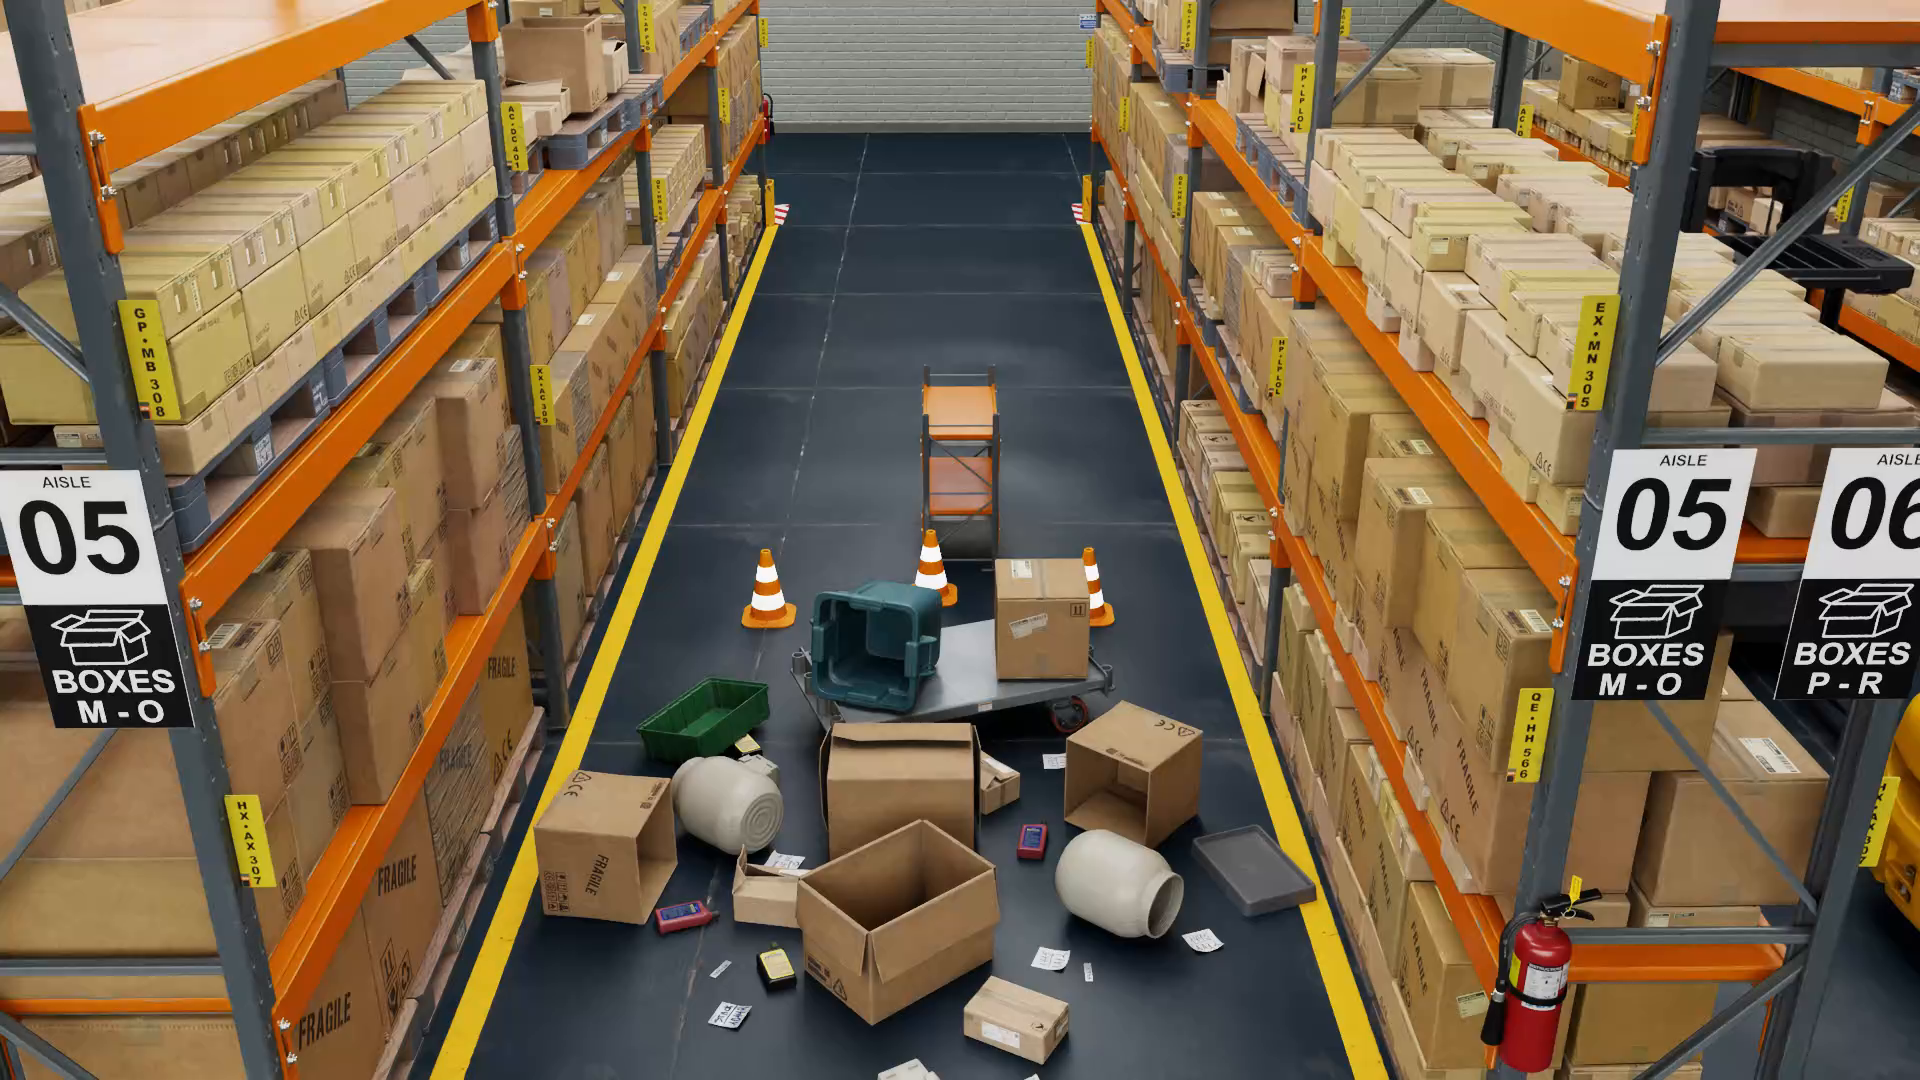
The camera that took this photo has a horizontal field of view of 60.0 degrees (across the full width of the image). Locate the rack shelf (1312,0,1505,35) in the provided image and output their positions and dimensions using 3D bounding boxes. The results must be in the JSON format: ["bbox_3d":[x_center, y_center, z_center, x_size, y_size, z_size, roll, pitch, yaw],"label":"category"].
[{"bbox_3d":[2.208,-3.428,9.767,1.077,0.370,4.000,0,24,-1],"label":"rack shelf"}]

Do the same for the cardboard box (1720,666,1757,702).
[{"bbox_3d":[2.537,0.677,6.130,0.500,0.500,0.500,0,24,1],"label":"cardboard box"}]

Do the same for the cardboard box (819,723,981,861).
[{"bbox_3d":[-0.296,1.246,8.219,0.797,0.637,0.503,0,24,-1],"label":"cardboard box"}]

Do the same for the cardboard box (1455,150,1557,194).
[{"bbox_3d":[2.445,-1.652,7.459,0.380,0.149,0.250,0,24,1],"label":"cardboard box"}]

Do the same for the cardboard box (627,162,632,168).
[{"bbox_3d":[-3.253,-3.411,15.447,0.380,0.149,0.250,0,24,0],"label":"cardboard box"}]

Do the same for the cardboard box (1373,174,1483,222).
[{"bbox_3d":[1.962,-1.438,6.987,0.380,0.149,0.250,-1,24,-2],"label":"cardboard box"}]

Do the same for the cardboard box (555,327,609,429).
[{"bbox_3d":[-2.464,-0.994,10.186,0.500,0.500,0.500,0,24,-1],"label":"cardboard box"}]

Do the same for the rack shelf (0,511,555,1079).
[{"bbox_3d":[-2.697,0.836,7.135,1.077,0.370,4.000,0,24,-1],"label":"rack shelf"}]

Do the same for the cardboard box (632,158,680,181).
[{"bbox_3d":[-2.589,-3.148,14.144,0.380,0.149,0.250,-1,24,-1],"label":"cardboard box"}]

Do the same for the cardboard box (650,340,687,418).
[{"bbox_3d":[-2.515,-1.309,13.529,0.500,0.500,0.500,-1,24,-3],"label":"cardboard box"}]

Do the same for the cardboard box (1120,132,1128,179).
[{"bbox_3d":[1.882,-3.912,16.638,0.500,0.500,0.500,0,24,0],"label":"cardboard box"}]

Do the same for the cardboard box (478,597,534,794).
[{"bbox_3d":[-2.782,0.720,8.587,0.875,0.875,0.875,0,24,0],"label":"cardboard box"}]

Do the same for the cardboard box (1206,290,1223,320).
[{"bbox_3d":[1.913,-1.627,11.503,0.380,0.149,0.250,0,24,0],"label":"cardboard box"}]

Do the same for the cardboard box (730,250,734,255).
[{"bbox_3d":[-2.599,-2.973,17.633,0.380,0.149,0.250,-1,24,-2],"label":"cardboard box"}]

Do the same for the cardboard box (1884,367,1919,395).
[{"bbox_3d":[7.143,-0.904,12.482,0.875,0.625,0.625,1,24,1],"label":"cardboard box"}]

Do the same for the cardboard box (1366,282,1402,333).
[{"bbox_3d":[1.914,-0.971,6.922,0.380,0.149,0.250,-1,24,-2],"label":"cardboard box"}]

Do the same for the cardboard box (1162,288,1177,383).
[{"bbox_3d":[2.256,-1.904,14.389,0.875,0.875,0.875,0,24,0],"label":"cardboard box"}]

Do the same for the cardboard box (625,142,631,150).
[{"bbox_3d":[-3.252,-3.681,15.323,0.380,0.149,0.250,0,24,1],"label":"cardboard box"}]

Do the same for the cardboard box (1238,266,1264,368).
[{"bbox_3d":[1.989,-1.359,10.122,0.500,0.500,0.500,1,24,1],"label":"cardboard box"}]

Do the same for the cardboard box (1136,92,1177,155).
[{"bbox_3d":[1.893,-3.786,15.145,0.500,0.500,0.500,0,24,-1],"label":"cardboard box"}]

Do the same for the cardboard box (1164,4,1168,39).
[{"bbox_3d":[1.821,-4.091,13.169,0.396,0.266,0.258,-1,24,-2],"label":"cardboard box"}]

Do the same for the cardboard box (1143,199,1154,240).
[{"bbox_3d":[1.877,-2.795,14.472,0.500,0.250,0.500,-1,24,-1],"label":"cardboard box"}]

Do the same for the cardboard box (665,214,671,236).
[{"bbox_3d":[-2.576,-2.559,13.564,0.380,0.149,0.250,1,24,2],"label":"cardboard box"}]

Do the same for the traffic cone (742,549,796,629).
[{"bbox_3d":[-1.223,0.280,10.569,0.336,0.463,0.334,0,24,-1],"label":"traffic cone"}]

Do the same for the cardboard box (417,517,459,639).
[{"bbox_3d":[-2.786,0.217,7.448,0.875,0.550,0.550,0,24,-1],"label":"cardboard box"}]

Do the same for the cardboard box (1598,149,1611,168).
[{"bbox_3d":[6.798,-3.930,17.105,0.380,0.149,0.250,0,24,1],"label":"cardboard box"}]

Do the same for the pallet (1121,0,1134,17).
[{"bbox_3d":[2.144,-5.340,16.385,1.003,0.211,1.213,0,24,-1],"label":"pallet"}]

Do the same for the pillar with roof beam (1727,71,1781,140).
[{"bbox_3d":[3.695,-6.705,15.656,9.100,9.000,0.400,0,24,-1],"label":"pillar with roof beam"}]

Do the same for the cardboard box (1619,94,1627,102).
[{"bbox_3d":[7.338,-4.811,18.568,0.500,0.250,0.500,1,24,1],"label":"cardboard box"}]

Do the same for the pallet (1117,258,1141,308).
[{"bbox_3d":[2.213,-2.720,17.507,1.003,0.211,1.213,0,24,-1],"label":"pallet"}]

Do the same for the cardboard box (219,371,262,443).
[{"bbox_3d":[-2.362,-0.405,5.039,0.380,0.149,0.250,0,24,0],"label":"cardboard box"}]

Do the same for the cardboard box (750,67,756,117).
[{"bbox_3d":[-2.587,-5.046,18.784,0.500,0.500,0.500,-1,24,-1],"label":"cardboard box"}]

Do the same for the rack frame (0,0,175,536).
[{"bbox_3d":[-2.675,-1.401,3.928,1.000,3.000,0.127,0,24,-1],"label":"rack frame"}]

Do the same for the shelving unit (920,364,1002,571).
[{"bbox_3d":[0.000,-0.515,11.524,0.538,1.125,1.048,0,24,-1],"label":"shelving unit"}]

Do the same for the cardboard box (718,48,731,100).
[{"bbox_3d":[-2.588,-4.650,16.695,0.500,0.500,0.500,-1,24,-2],"label":"cardboard box"}]

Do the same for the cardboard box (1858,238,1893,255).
[{"bbox_3d":[6.885,-2.028,12.168,0.500,0.250,0.500,0,24,-1],"label":"cardboard box"}]

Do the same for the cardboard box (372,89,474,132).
[{"bbox_3d":[-2.393,-1.915,7.411,0.380,0.149,0.250,0,24,-1],"label":"cardboard box"}]

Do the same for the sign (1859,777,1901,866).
[{"bbox_3d":[2.816,0.871,5.133,0.100,0.325,0.005,0,24,-1],"label":"sign"}]

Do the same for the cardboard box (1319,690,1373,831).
[{"bbox_3d":[1.988,1.018,7.776,0.500,0.500,0.500,1,24,2],"label":"cardboard box"}]

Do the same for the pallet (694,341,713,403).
[{"bbox_3d":[-2.780,-1.517,14.849,1.003,0.211,1.213,0,24,-1],"label":"pallet"}]

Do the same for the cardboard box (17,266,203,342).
[{"bbox_3d":[-2.360,-0.659,4.634,0.380,0.149,0.250,0,24,0],"label":"cardboard box"}]

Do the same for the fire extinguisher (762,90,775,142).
[{"bbox_3d":[-2.391,-5.162,20.069,0.296,0.674,0.183,0,24,-1],"label":"fire extinguisher"}]

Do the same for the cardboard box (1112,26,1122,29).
[{"bbox_3d":[1.865,-5.542,18.242,0.380,0.149,0.250,0,24,0],"label":"cardboard box"}]

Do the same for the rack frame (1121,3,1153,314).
[{"bbox_3d":[2.143,-3.677,16.239,1.000,3.000,0.127,0,24,-1],"label":"rack frame"}]

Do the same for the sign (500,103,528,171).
[{"bbox_3d":[-2.164,-1.958,8.075,0.100,0.325,0.005,0,24,-1],"label":"sign"}]

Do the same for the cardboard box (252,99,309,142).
[{"bbox_3d":[-3.048,-1.808,7.173,0.380,0.149,0.250,0,24,-1],"label":"cardboard box"}]

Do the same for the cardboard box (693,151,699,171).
[{"bbox_3d":[-2.600,-3.451,15.175,0.380,0.149,0.250,1,24,2],"label":"cardboard box"}]

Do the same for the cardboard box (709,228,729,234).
[{"bbox_3d":[-2.598,-3.137,17.273,0.380,0.149,0.250,-1,24,-1],"label":"cardboard box"}]

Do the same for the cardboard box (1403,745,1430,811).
[{"bbox_3d":[1.928,0.914,6.394,0.380,0.149,0.250,0,24,0],"label":"cardboard box"}]

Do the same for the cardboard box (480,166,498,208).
[{"bbox_3d":[-2.395,-1.657,7.807,0.380,0.149,0.250,0,24,-1],"label":"cardboard box"}]

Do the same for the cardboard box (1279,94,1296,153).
[{"bbox_3d":[2.078,-2.318,9.268,0.500,0.250,0.500,0,24,0],"label":"cardboard box"}]

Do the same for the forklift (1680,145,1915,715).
[{"bbox_3d":[4.602,-0.710,9.763,1.130,2.935,3.031,0,24,0],"label":"forklift"}]

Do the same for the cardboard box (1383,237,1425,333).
[{"bbox_3d":[1.976,-1.004,6.512,0.500,0.250,0.500,0,24,0],"label":"cardboard box"}]

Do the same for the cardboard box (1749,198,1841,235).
[{"bbox_3d":[6.815,-2.608,13.550,0.500,0.250,0.500,-1,24,-3],"label":"cardboard box"}]

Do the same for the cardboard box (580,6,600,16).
[{"bbox_3d":[-3.041,-3.817,12.788,0.500,0.500,0.500,0,24,-1],"label":"cardboard box"}]
